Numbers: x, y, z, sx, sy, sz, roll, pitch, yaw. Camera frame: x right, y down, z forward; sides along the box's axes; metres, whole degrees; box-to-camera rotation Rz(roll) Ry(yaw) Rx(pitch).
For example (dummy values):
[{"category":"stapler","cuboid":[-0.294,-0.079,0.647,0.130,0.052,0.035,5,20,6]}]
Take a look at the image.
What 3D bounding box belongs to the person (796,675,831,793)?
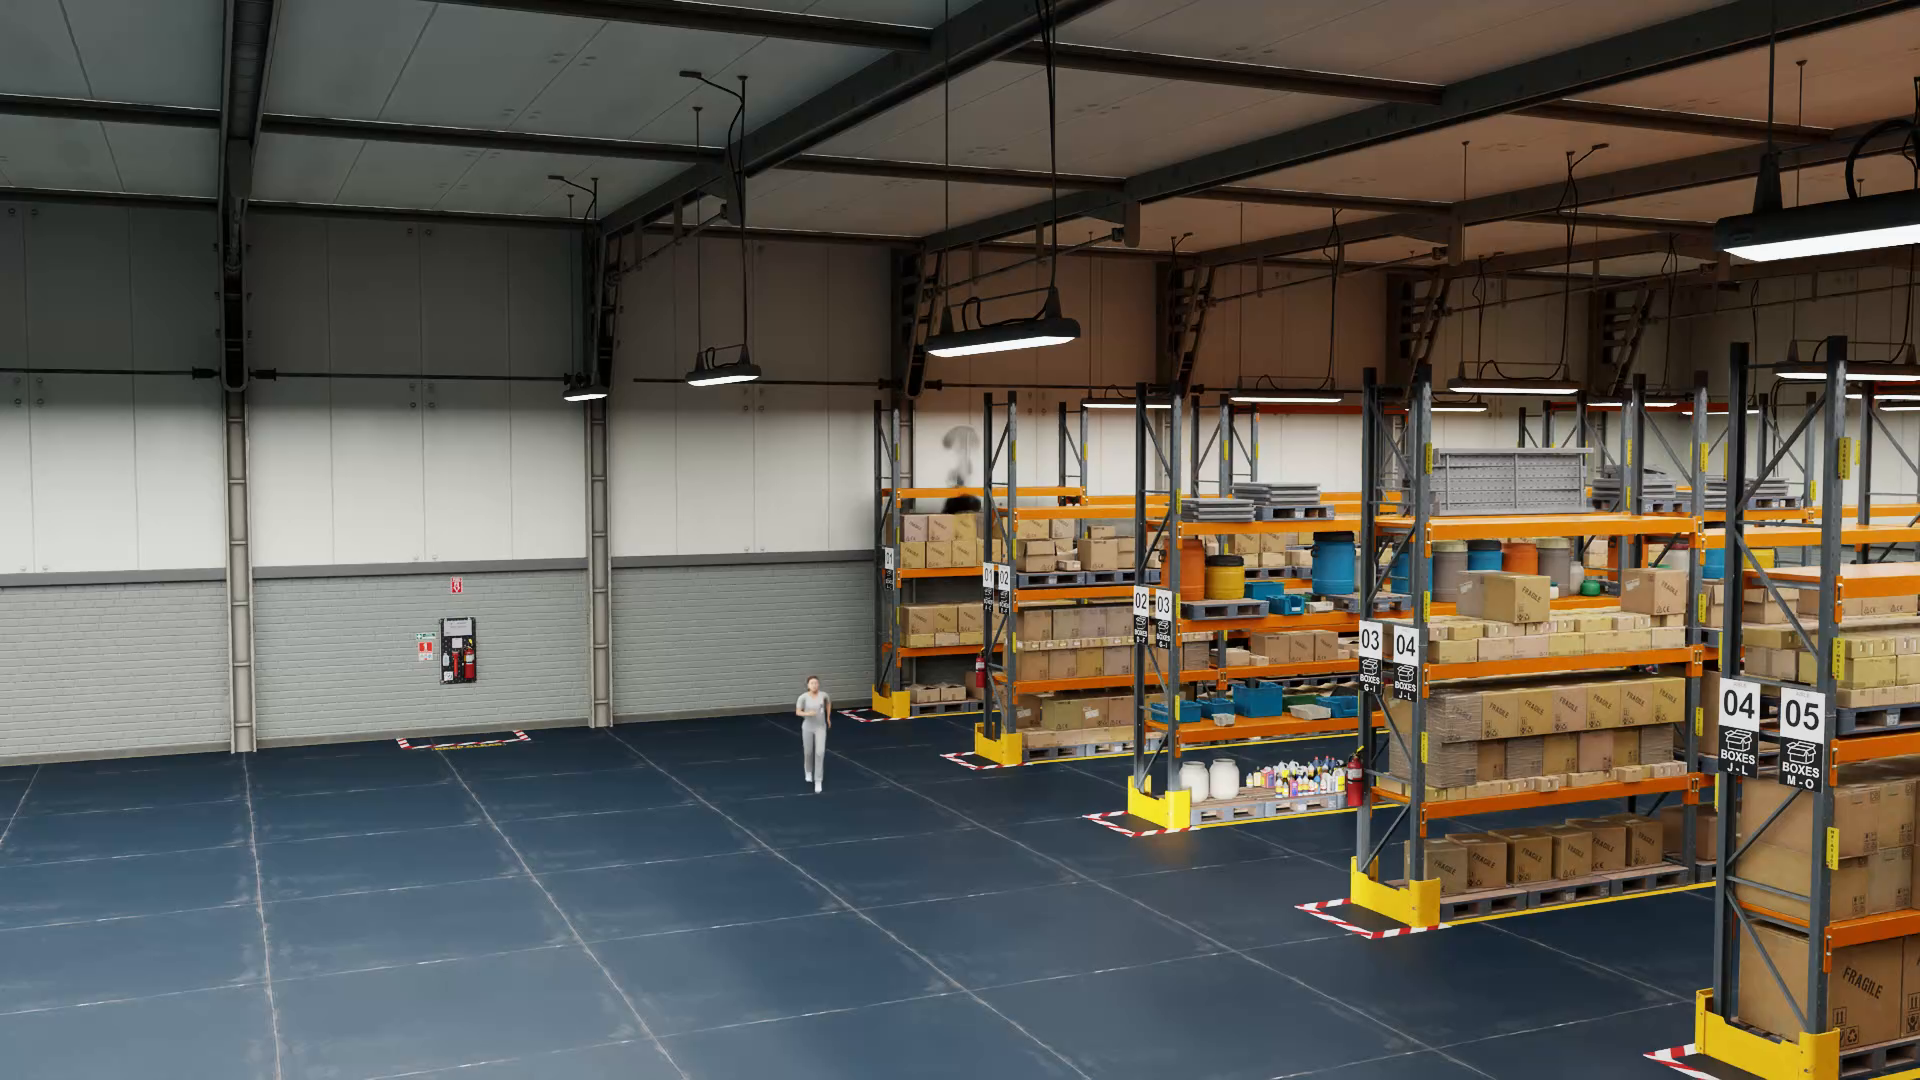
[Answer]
[{"category":"person","cuboid":[-2.194,2.844,24.897,0.543,1.669,0.838,-1,3,-10]}]
